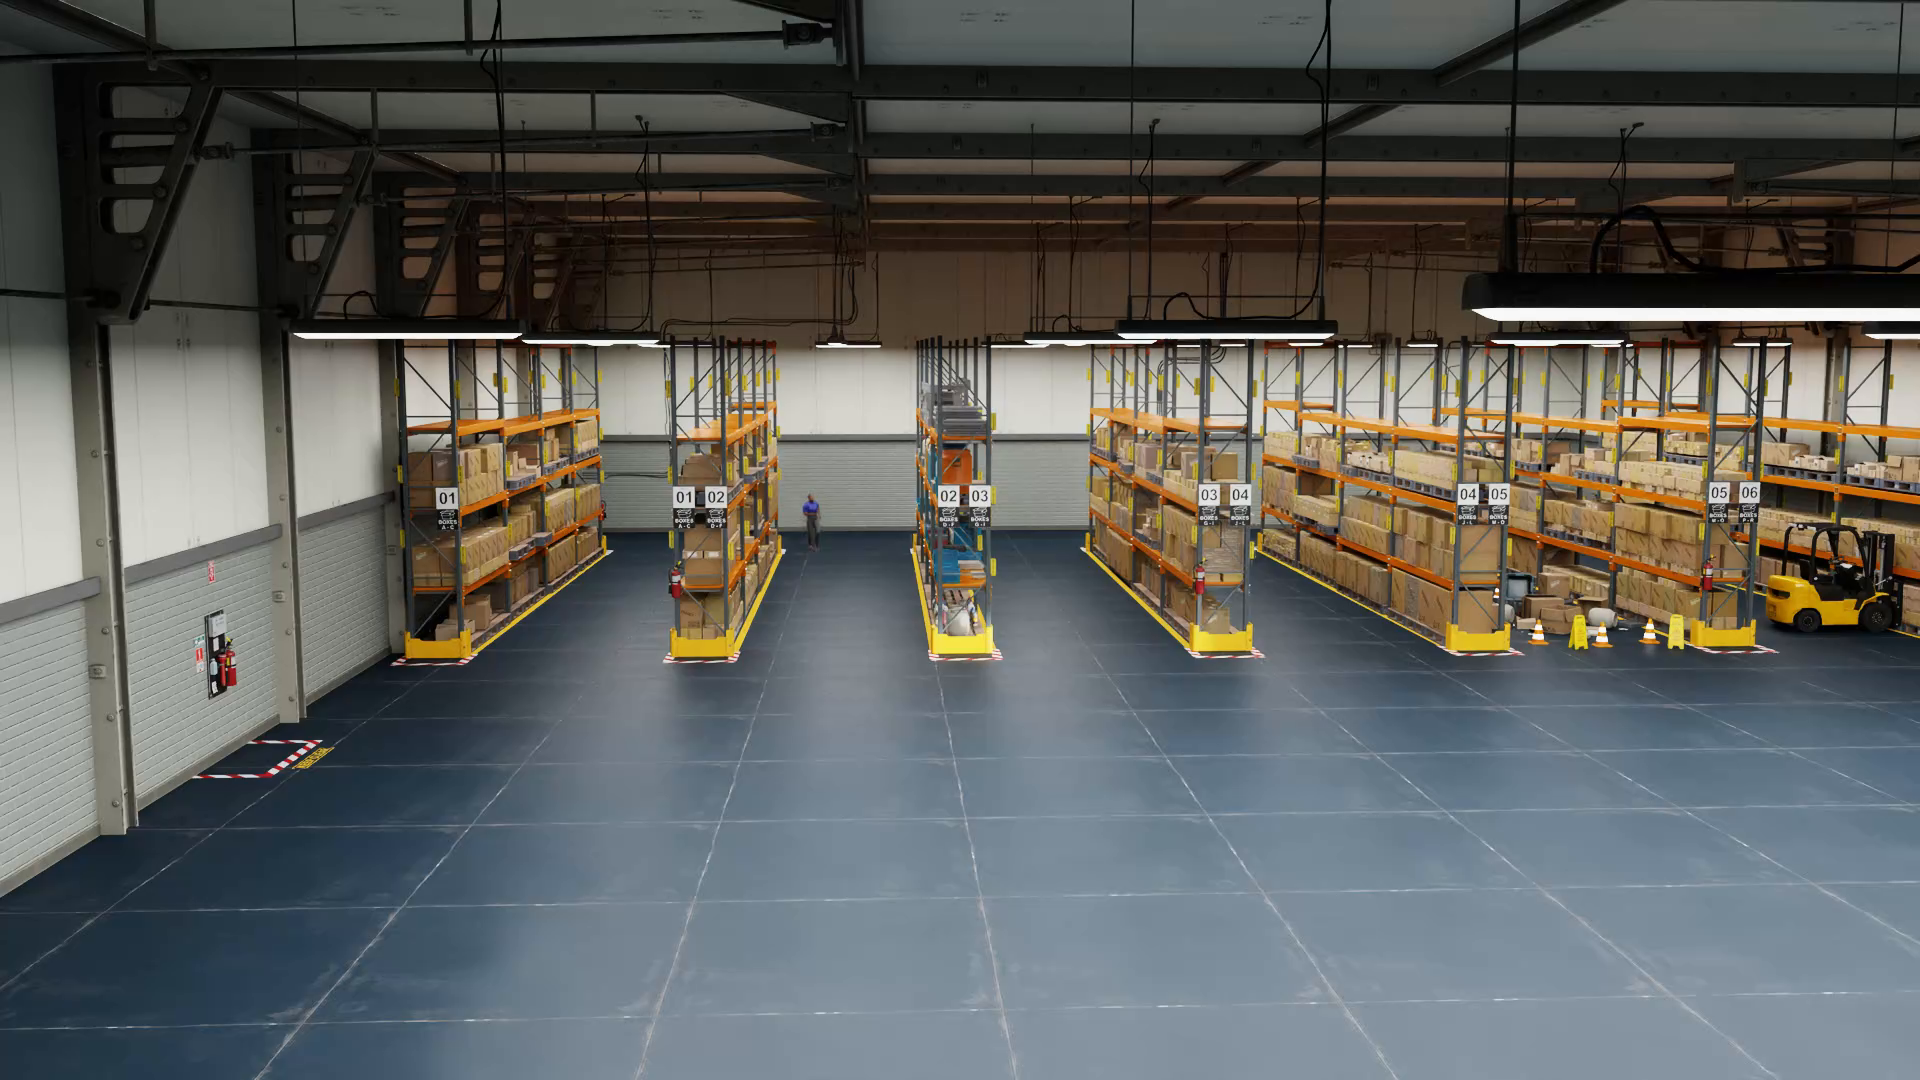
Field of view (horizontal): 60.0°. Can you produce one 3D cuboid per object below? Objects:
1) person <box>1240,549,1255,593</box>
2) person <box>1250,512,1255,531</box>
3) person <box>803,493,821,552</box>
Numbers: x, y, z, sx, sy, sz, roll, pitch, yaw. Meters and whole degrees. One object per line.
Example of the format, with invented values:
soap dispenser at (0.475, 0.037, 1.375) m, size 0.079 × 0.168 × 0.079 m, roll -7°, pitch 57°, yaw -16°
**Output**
person at (6.762, 0.540, 39.649) m, size 0.539 × 1.410 × 0.943 m, roll 1°, pitch 7°, yaw 11°
person at (7.795, -0.228, 45.507) m, size 0.544 × 1.593 × 0.687 m, roll -2°, pitch 7°, yaw -16°
person at (-4.246, -0.491, 47.691) m, size 0.548 × 1.703 × 0.670 m, roll -2°, pitch 7°, yaw -20°
